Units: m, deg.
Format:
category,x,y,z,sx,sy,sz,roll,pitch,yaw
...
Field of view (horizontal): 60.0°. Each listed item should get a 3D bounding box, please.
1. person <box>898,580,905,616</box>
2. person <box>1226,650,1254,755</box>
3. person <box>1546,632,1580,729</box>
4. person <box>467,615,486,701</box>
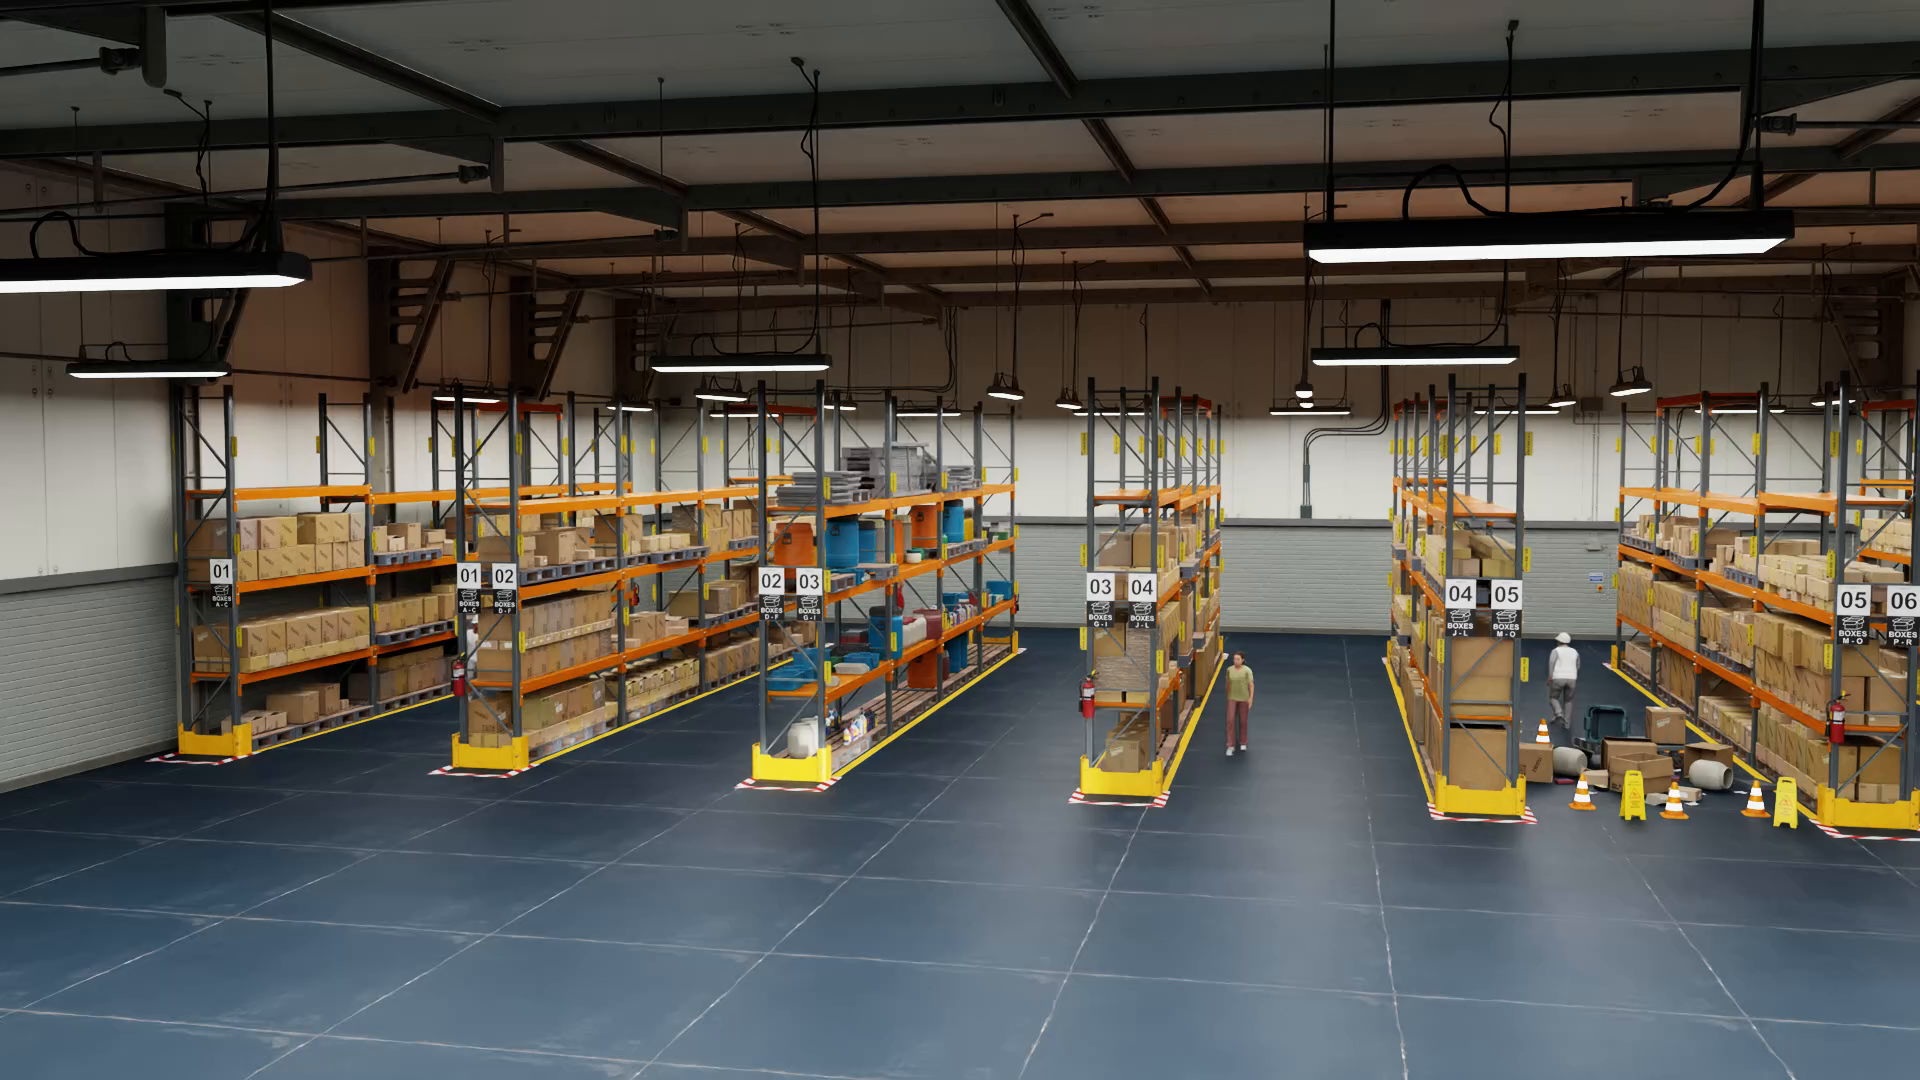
category,x,y,z,sx,sy,sz,roll,pitch,yaw
person,-1.564,1.841,41.260,0.462,1.761,0.596,0,3,-5
person,4.560,2.644,27.207,0.492,1.682,0.681,1,3,22
person,10.825,2.504,29.834,0.590,1.668,0.741,1,3,13
person,-9.336,2.313,32.175,0.592,1.720,0.951,-1,3,-14
